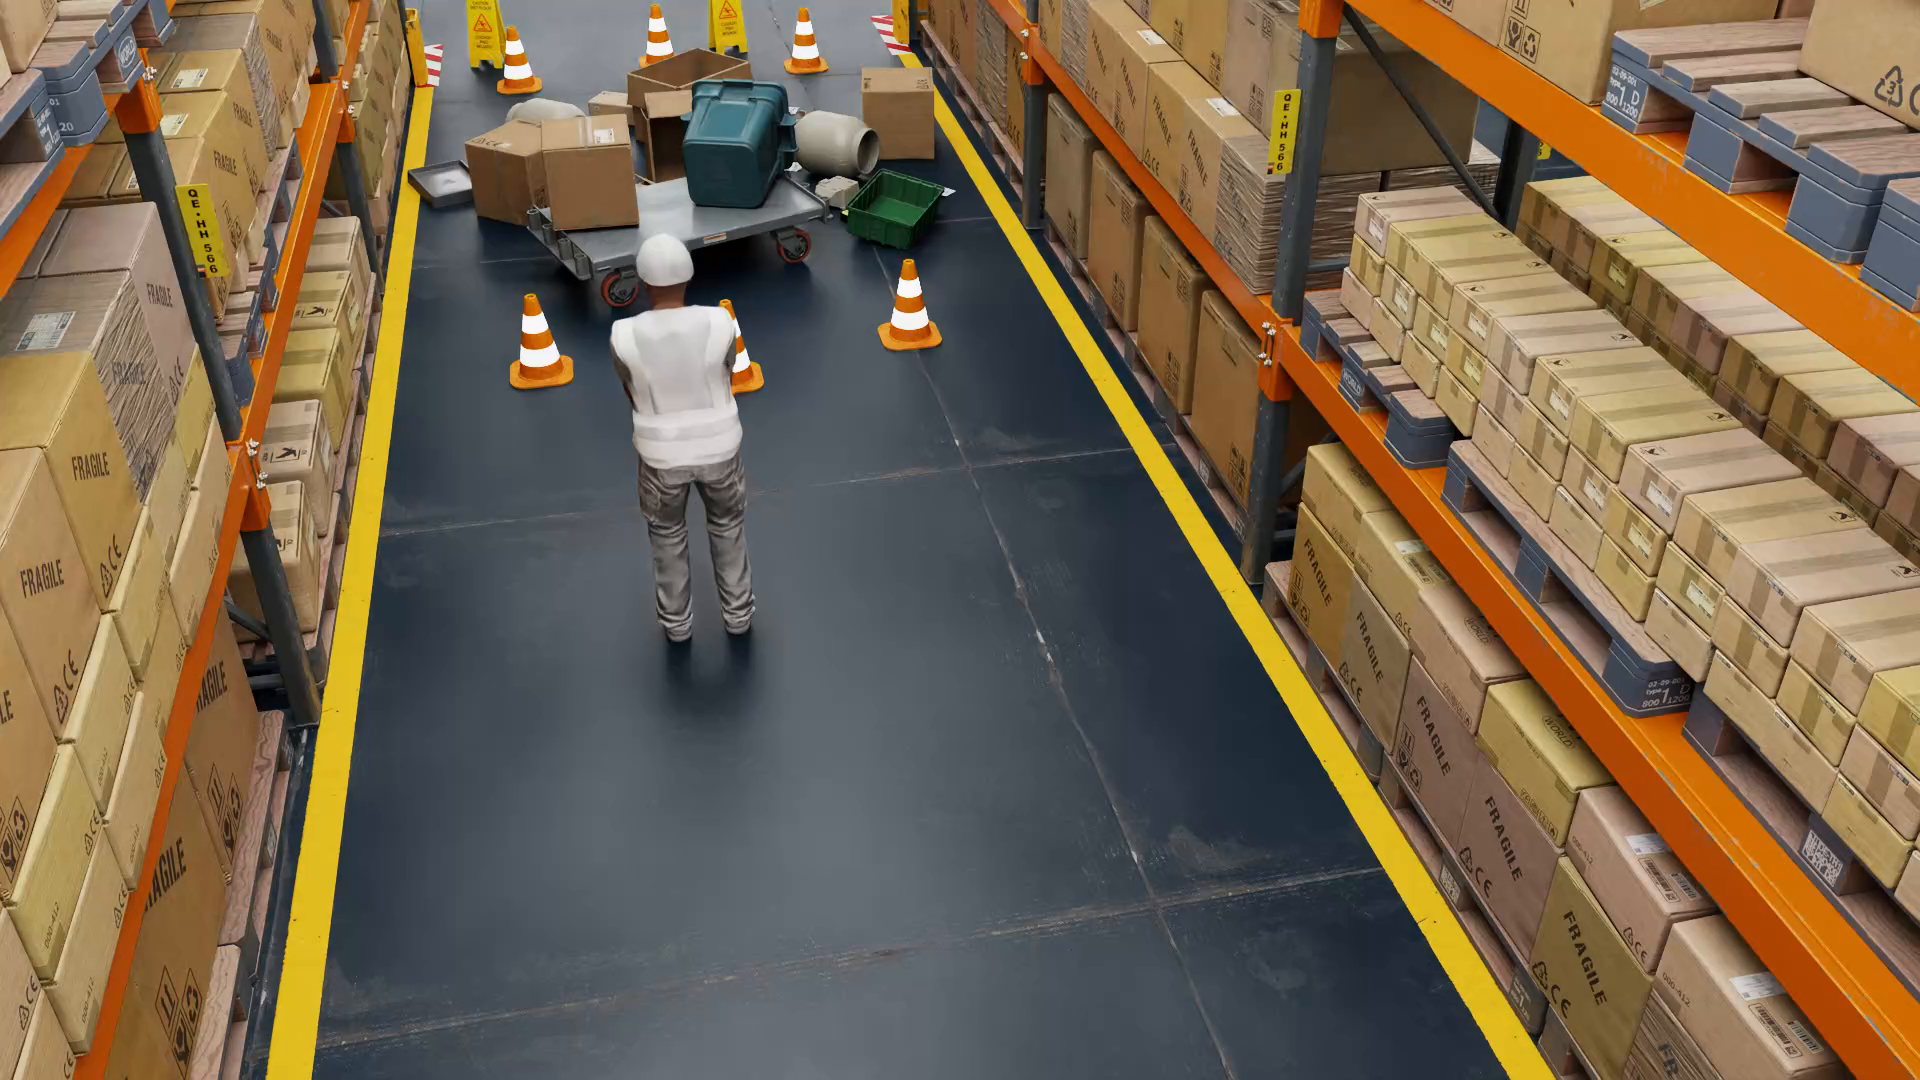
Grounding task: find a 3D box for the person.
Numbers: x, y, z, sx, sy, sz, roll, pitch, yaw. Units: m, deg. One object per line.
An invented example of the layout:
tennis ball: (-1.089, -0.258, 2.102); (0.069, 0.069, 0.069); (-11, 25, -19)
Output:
person: (-1.127, -0.427, 6.759); (0.491, 1.778, 0.587); (-8, 35, -11)
